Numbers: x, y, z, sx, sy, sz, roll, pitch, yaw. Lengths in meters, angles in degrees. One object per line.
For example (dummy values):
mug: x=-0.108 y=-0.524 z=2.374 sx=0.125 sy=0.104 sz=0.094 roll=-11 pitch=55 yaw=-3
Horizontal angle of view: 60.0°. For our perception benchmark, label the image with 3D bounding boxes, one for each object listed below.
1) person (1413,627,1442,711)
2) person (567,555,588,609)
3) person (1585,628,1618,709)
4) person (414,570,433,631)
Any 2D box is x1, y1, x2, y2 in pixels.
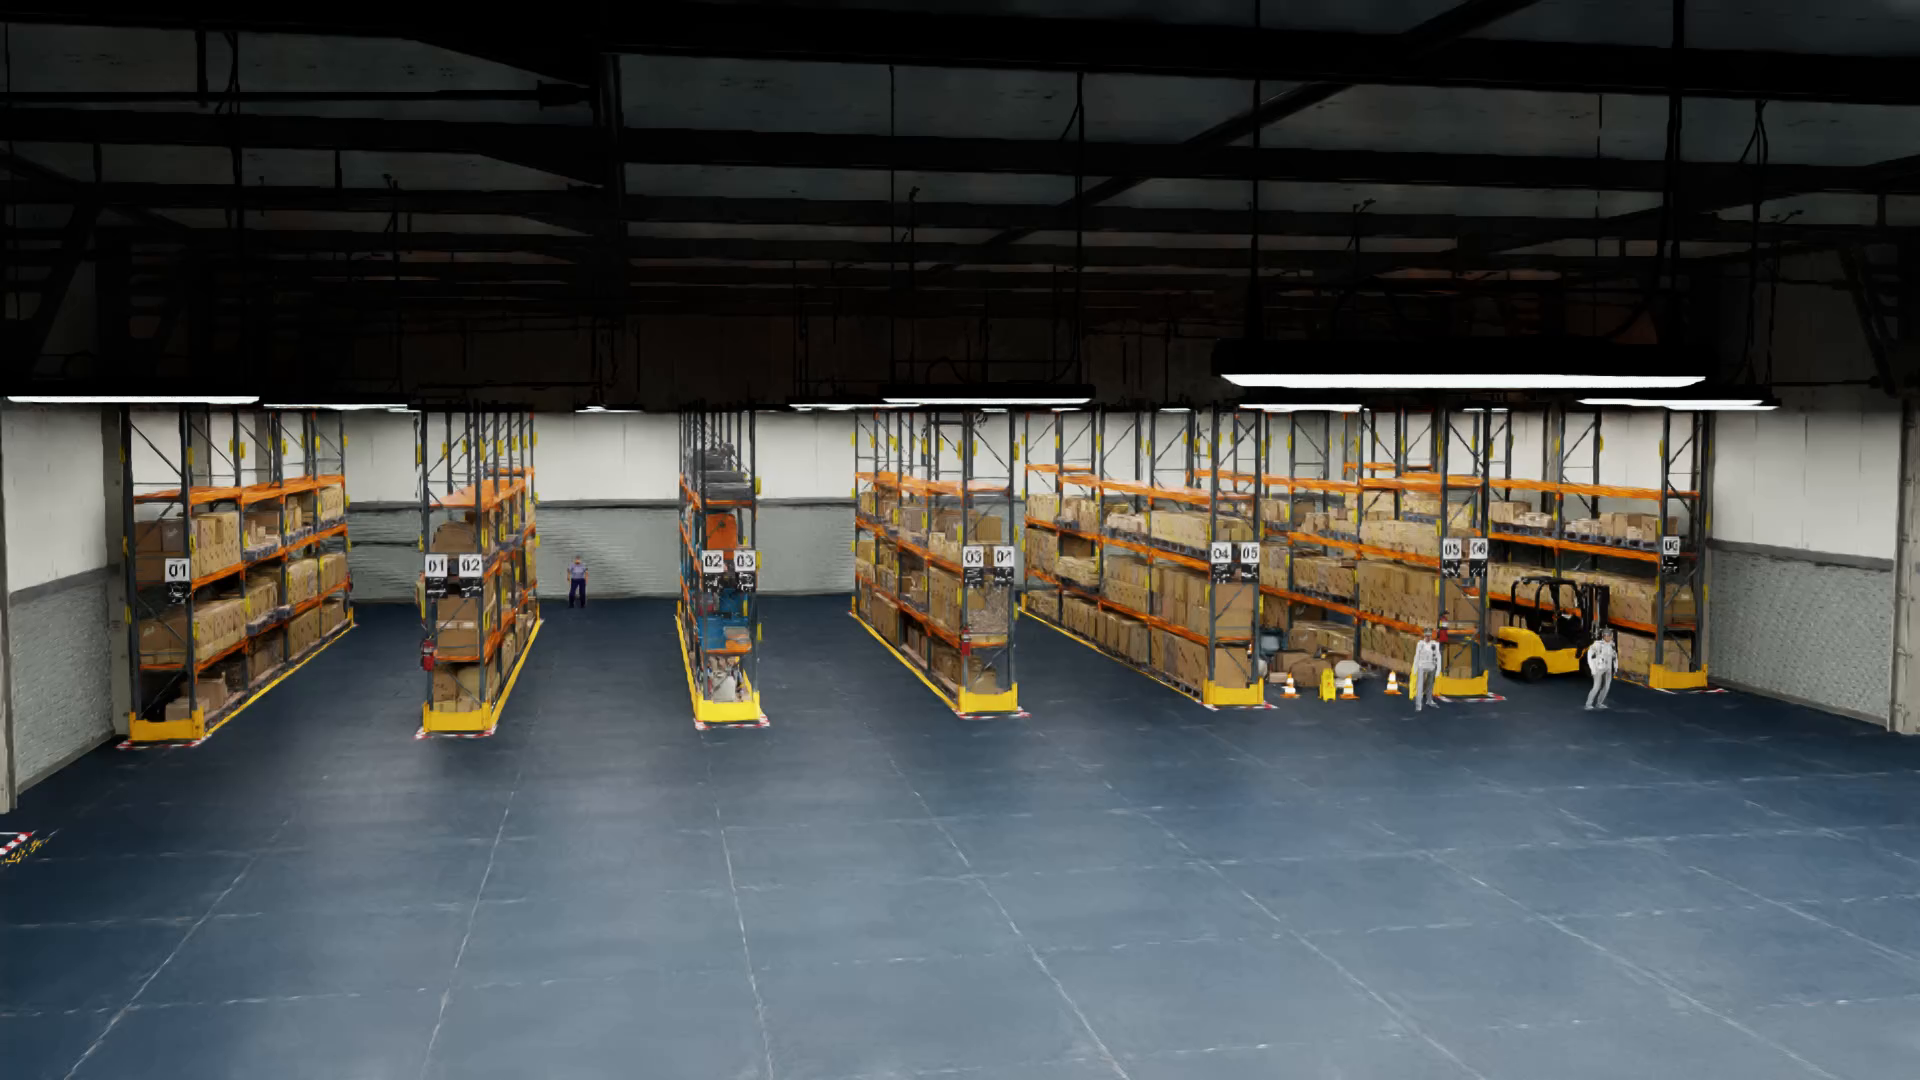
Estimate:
person: x=9.046 y=2.481 z=32.187 sx=0.524 sy=1.621 sz=0.912 roll=1 pitch=4 yaw=13
person: x=-11.265 y=1.239 z=48.998 sx=0.625 sy=1.596 sz=0.517 roll=-1 pitch=4 yaw=-13
person: x=12.452 y=2.484 z=32.261 sx=0.639 sy=1.628 sz=0.512 roll=-1 pitch=4 yaw=-13
person: x=-14.240 y=1.585 z=44.110 sx=0.448 sy=1.590 sz=1.110 roll=-1 pitch=4 yaw=-9
